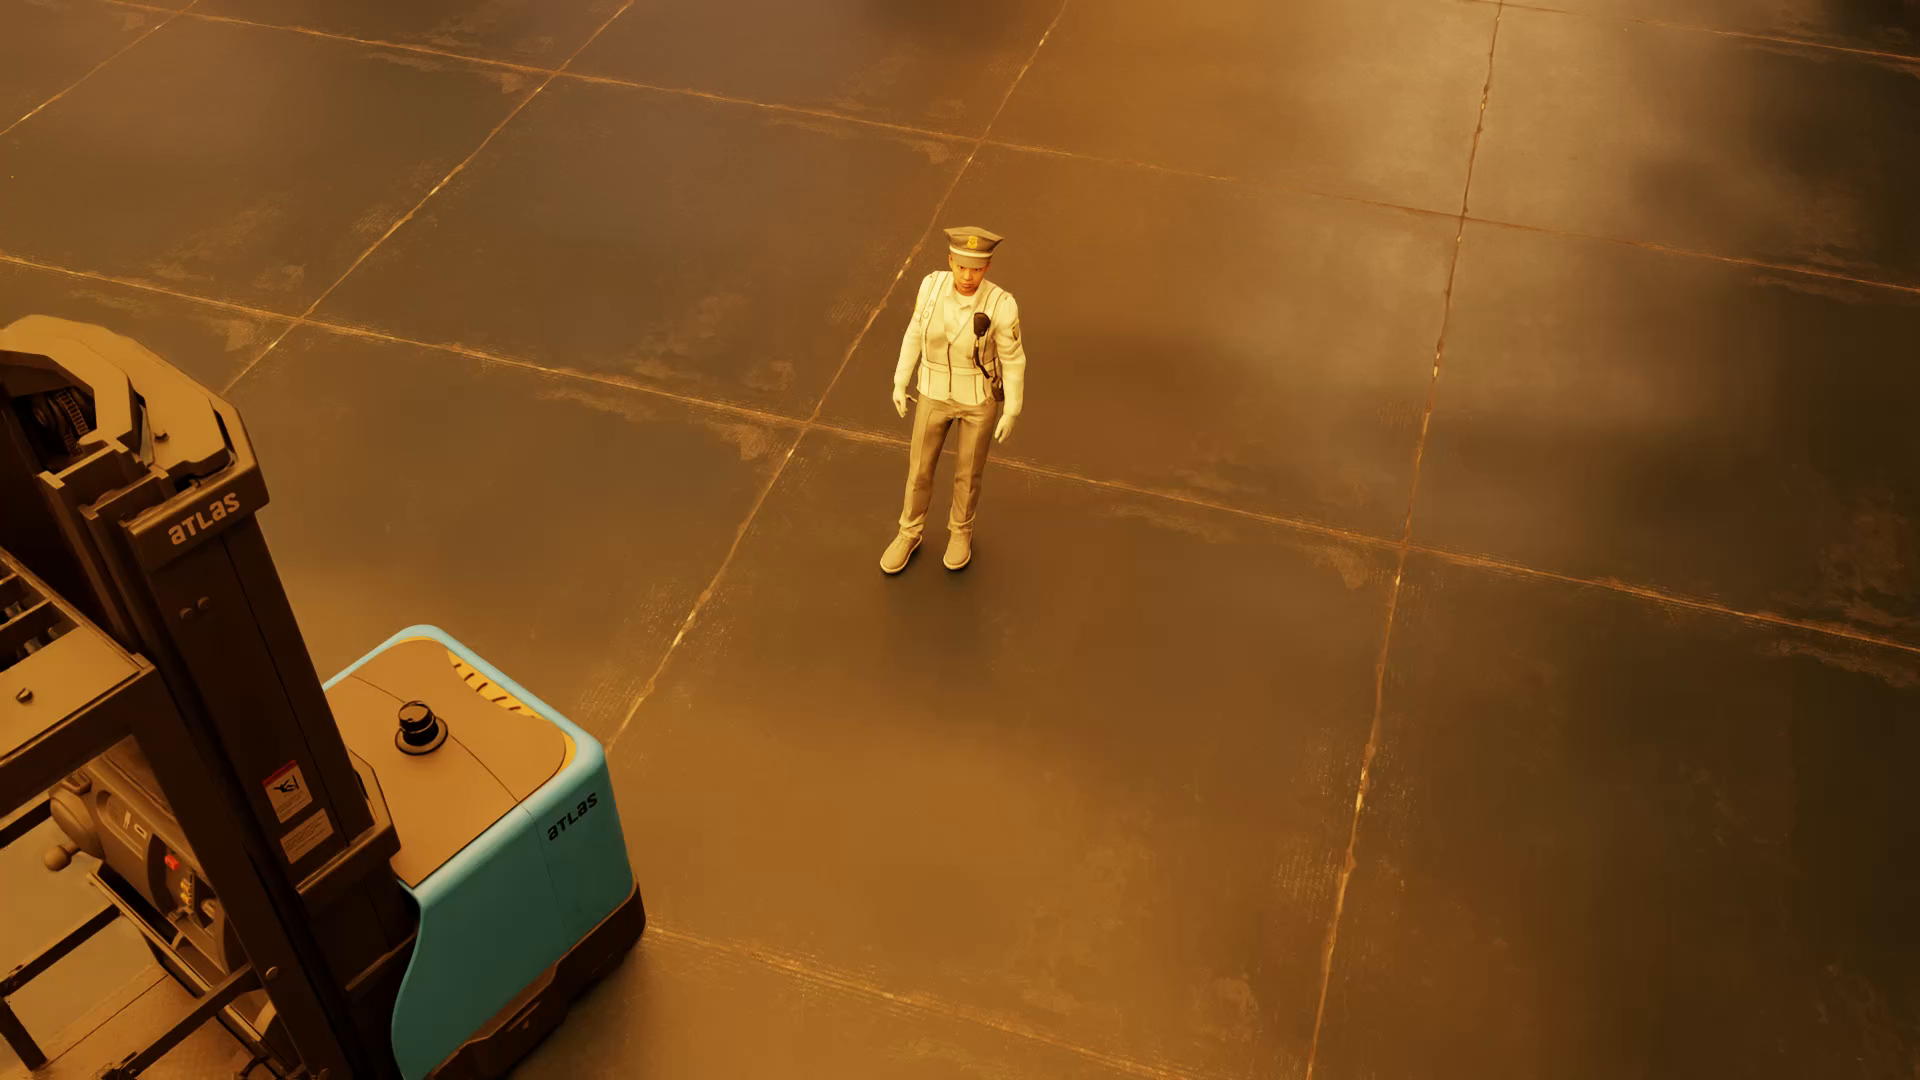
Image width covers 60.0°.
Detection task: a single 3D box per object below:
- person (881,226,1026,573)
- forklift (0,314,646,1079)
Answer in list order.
[{"bbox_3d":[-0.027,-0.583,7.212,0.588,1.695,0.531,12,44,13],"label":"person"},{"bbox_3d":[-2.485,0.979,4.637,1.130,2.935,3.031,29,50,27],"label":"forklift"}]
